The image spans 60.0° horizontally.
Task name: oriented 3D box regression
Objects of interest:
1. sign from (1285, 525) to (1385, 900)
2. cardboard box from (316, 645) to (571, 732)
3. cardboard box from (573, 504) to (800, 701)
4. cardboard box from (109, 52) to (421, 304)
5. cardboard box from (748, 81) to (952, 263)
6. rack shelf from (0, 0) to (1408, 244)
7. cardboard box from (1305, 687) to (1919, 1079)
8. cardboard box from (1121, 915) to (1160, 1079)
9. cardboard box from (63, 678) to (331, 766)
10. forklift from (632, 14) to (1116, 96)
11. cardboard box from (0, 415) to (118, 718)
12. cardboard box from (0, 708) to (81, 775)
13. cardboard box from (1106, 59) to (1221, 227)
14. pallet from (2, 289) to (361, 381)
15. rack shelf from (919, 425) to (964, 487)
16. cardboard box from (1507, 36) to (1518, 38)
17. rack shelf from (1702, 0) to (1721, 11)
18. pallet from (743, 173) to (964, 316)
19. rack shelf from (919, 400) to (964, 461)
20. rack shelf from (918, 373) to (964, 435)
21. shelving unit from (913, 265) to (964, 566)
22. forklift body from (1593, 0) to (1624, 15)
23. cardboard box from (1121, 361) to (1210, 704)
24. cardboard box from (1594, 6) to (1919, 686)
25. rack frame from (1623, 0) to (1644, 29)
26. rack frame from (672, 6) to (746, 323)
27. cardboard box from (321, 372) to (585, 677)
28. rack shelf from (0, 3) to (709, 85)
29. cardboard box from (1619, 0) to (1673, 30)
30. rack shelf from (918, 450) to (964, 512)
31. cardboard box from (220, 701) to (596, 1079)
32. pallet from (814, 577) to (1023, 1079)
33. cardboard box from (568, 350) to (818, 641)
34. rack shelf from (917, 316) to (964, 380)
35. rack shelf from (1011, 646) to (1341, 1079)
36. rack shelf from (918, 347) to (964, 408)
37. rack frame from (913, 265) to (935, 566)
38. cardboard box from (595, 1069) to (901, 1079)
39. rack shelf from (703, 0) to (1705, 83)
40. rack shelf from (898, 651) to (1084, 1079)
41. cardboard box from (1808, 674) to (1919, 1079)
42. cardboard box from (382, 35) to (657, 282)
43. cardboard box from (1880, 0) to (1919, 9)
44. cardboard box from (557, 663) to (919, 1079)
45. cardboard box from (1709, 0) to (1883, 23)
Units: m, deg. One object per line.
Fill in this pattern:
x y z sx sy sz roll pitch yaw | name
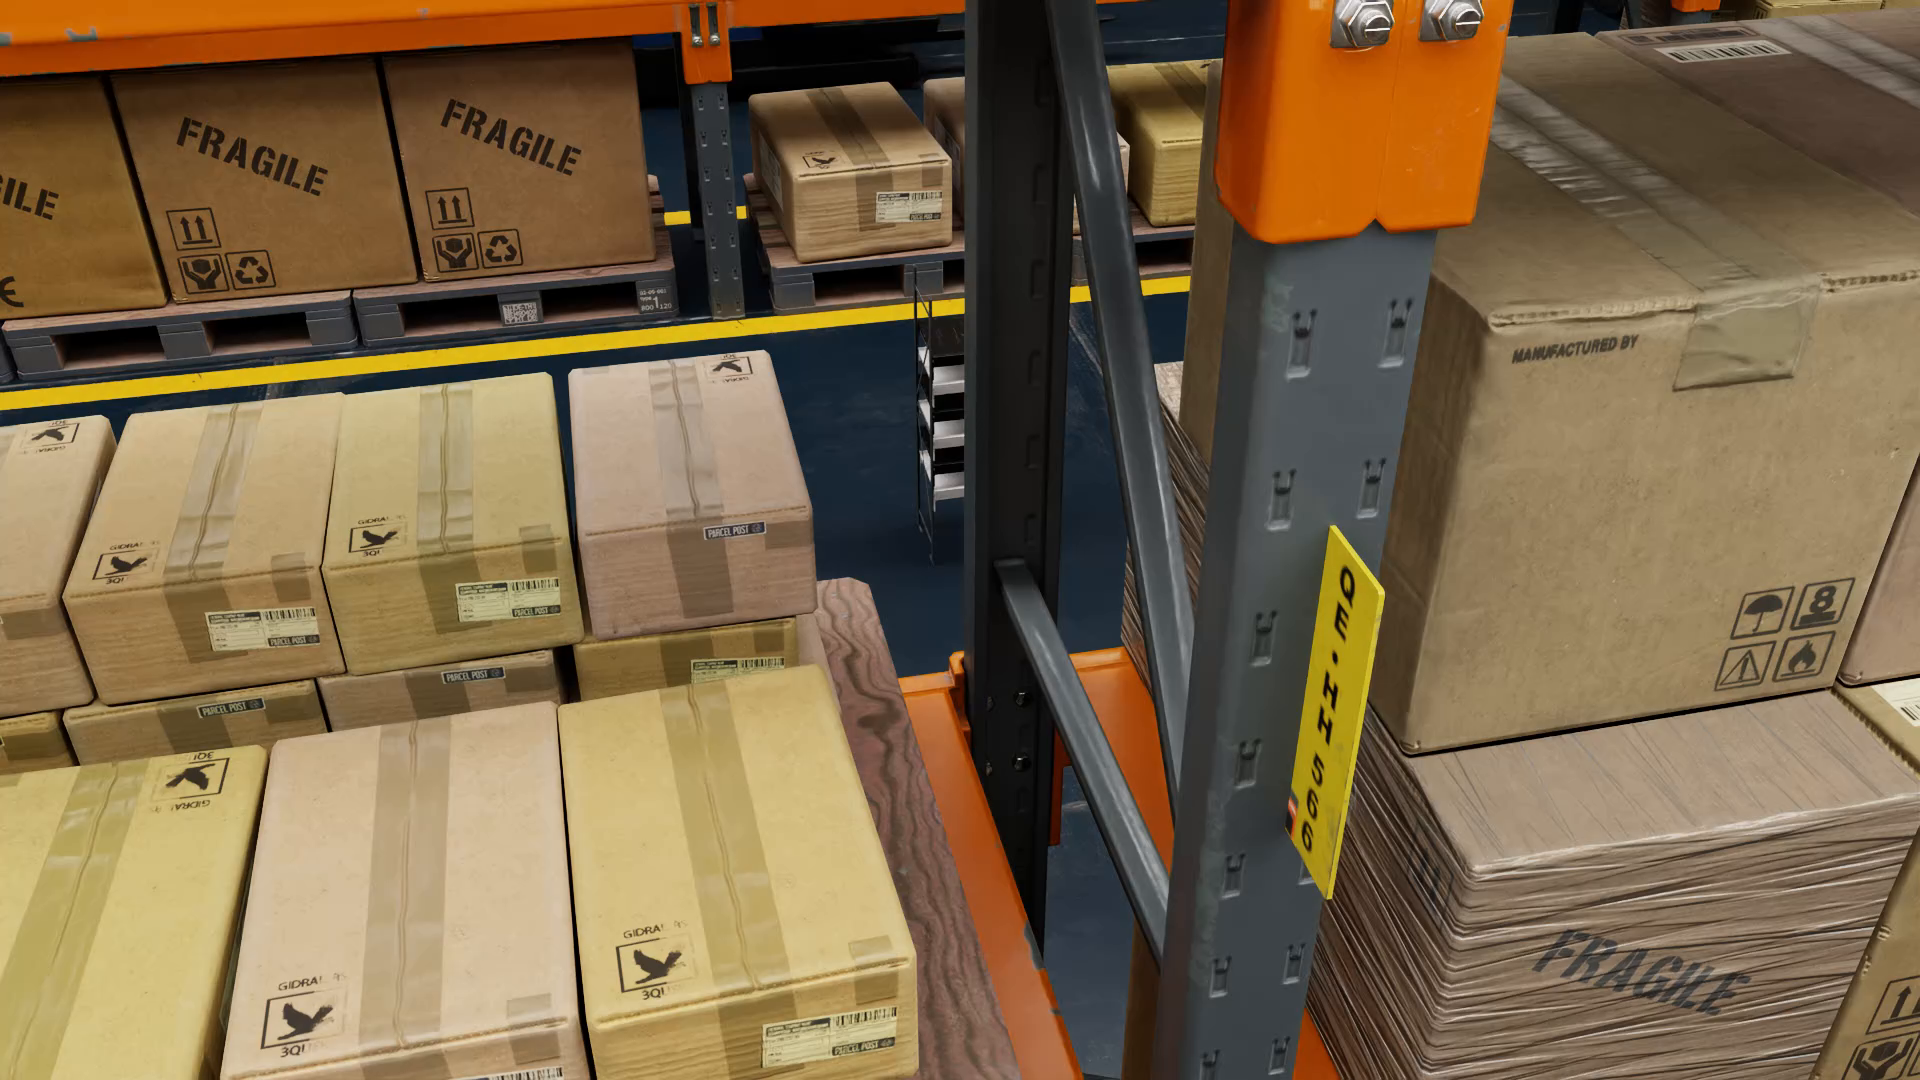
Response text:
0.304 0.147 1.371 0.005 0.325 0.100 -7 35 -11 | sign
-0.605 0.092 2.002 0.250 0.149 0.380 -6 34 -8 | cardboard box
-0.340 0.058 2.054 0.250 0.149 0.380 -6 34 -8 | cardboard box
-2.578 -1.522 6.356 0.875 0.875 0.875 -7 34 -10 | cardboard box
-0.462 -1.524 6.811 0.625 0.372 0.950 -9 35 -14 | cardboard box
-1.775 -0.400 1.108 4.000 0.370 1.077 -7 35 -11 | rack shelf
0.673 0.351 1.945 0.500 0.500 0.500 -7 34 -10 | cardboard box
0.789 1.035 2.658 0.750 0.750 1.050 -8 35 -11 | cardboard box
-0.864 0.127 1.951 0.250 0.149 0.380 -8 35 -12 | cardboard box
-0.694 -3.841 8.400 3.031 2.867 1.129 -8 35 -11 | forklift
-1.078 0.030 1.828 0.250 0.149 0.380 -9 35 -13 | cardboard box
-1.110 0.158 1.904 0.250 0.149 0.380 -7 35 -10 | cardboard box
0.997 -1.709 7.087 0.625 0.372 0.950 -6 34 -9 | cardboard box
-2.988 -1.015 6.573 1.213 0.211 1.003 -7 35 -11 | pallet
-0.008 -0.270 5.066 0.200 0.077 0.258 -7 35 -11 | rack shelf
2.375 -1.886 7.350 0.625 0.372 0.950 -7 34 -10 | cardboard box
4.837 -2.816 7.399 4.000 0.370 1.077 -7 35 -11 | rack shelf
-0.253 -1.314 7.019 1.213 0.211 1.003 -7 35 -11 | pallet
-0.008 -0.345 5.016 0.200 0.077 0.258 -7 35 -11 | rack shelf
-0.008 -0.420 4.966 0.200 0.077 0.258 -7 35 -11 | rack shelf
-0.008 -0.373 4.998 0.210 0.900 0.258 -7 35 -11 | shelving unit
4.242 -4.480 9.996 1.214 2.155 2.313 -7 35 -11 | forklift body
0.555 0.058 2.382 0.500 0.500 0.500 -7 35 -11 | cardboard box
1.108 -0.268 1.971 0.500 0.500 0.700 -8 35 -11 | cardboard box
2.885 -2.870 6.835 0.053 2.616 0.949 -7 35 -11 | rack frame
-1.015 -2.377 6.100 0.127 3.000 1.000 -7 35 -11 | rack frame
-0.580 -0.030 1.917 0.250 0.149 0.380 -8 35 -12 | cardboard box
-2.966 -1.832 5.934 4.000 0.370 1.077 -7 35 -11 | rack shelf
3.404 -2.431 7.599 0.500 0.500 0.500 -8 35 -11 | cardboard box
-0.008 -0.196 5.117 0.200 0.077 0.258 -7 35 -11 | rack shelf
-0.447 0.323 1.391 0.250 0.149 0.380 -8 35 -11 | cardboard box
-0.496 0.526 1.946 1.003 0.211 1.213 -7 35 -11 | pallet
-0.322 -0.064 1.968 0.250 0.149 0.380 -7 35 -10 | cardboard box
-0.008 -0.569 4.866 0.200 0.077 0.258 -7 35 -11 | rack shelf
2.126 0.354 2.676 4.000 0.370 1.077 -7 35 -11 | rack shelf
-0.008 -0.494 4.916 0.200 0.077 0.258 -7 35 -11 | rack shelf
-0.107 -0.360 4.979 0.006 0.900 0.240 -7 35 -11 | rack frame
-0.206 0.416 1.520 0.250 0.149 0.380 -6 34 -10 | cardboard box
0.935 -2.324 6.667 4.000 0.370 1.077 -7 35 -11 | rack shelf
-1.775 0.846 1.943 4.000 0.370 1.077 -7 35 -11 | rack shelf
1.168 0.287 2.041 0.500 0.500 0.500 -7 35 -11 | cardboard box
-1.707 -1.629 6.516 0.875 0.875 0.875 -7 35 -11 | cardboard box
4.041 -2.211 7.270 0.500 0.500 0.500 -6 34 -9 | cardboard box
-0.202 0.293 1.435 0.250 0.149 0.380 -9 35 -12 | cardboard box
3.521 -2.138 7.162 0.500 0.500 0.500 -6 34 -8 | cardboard box
